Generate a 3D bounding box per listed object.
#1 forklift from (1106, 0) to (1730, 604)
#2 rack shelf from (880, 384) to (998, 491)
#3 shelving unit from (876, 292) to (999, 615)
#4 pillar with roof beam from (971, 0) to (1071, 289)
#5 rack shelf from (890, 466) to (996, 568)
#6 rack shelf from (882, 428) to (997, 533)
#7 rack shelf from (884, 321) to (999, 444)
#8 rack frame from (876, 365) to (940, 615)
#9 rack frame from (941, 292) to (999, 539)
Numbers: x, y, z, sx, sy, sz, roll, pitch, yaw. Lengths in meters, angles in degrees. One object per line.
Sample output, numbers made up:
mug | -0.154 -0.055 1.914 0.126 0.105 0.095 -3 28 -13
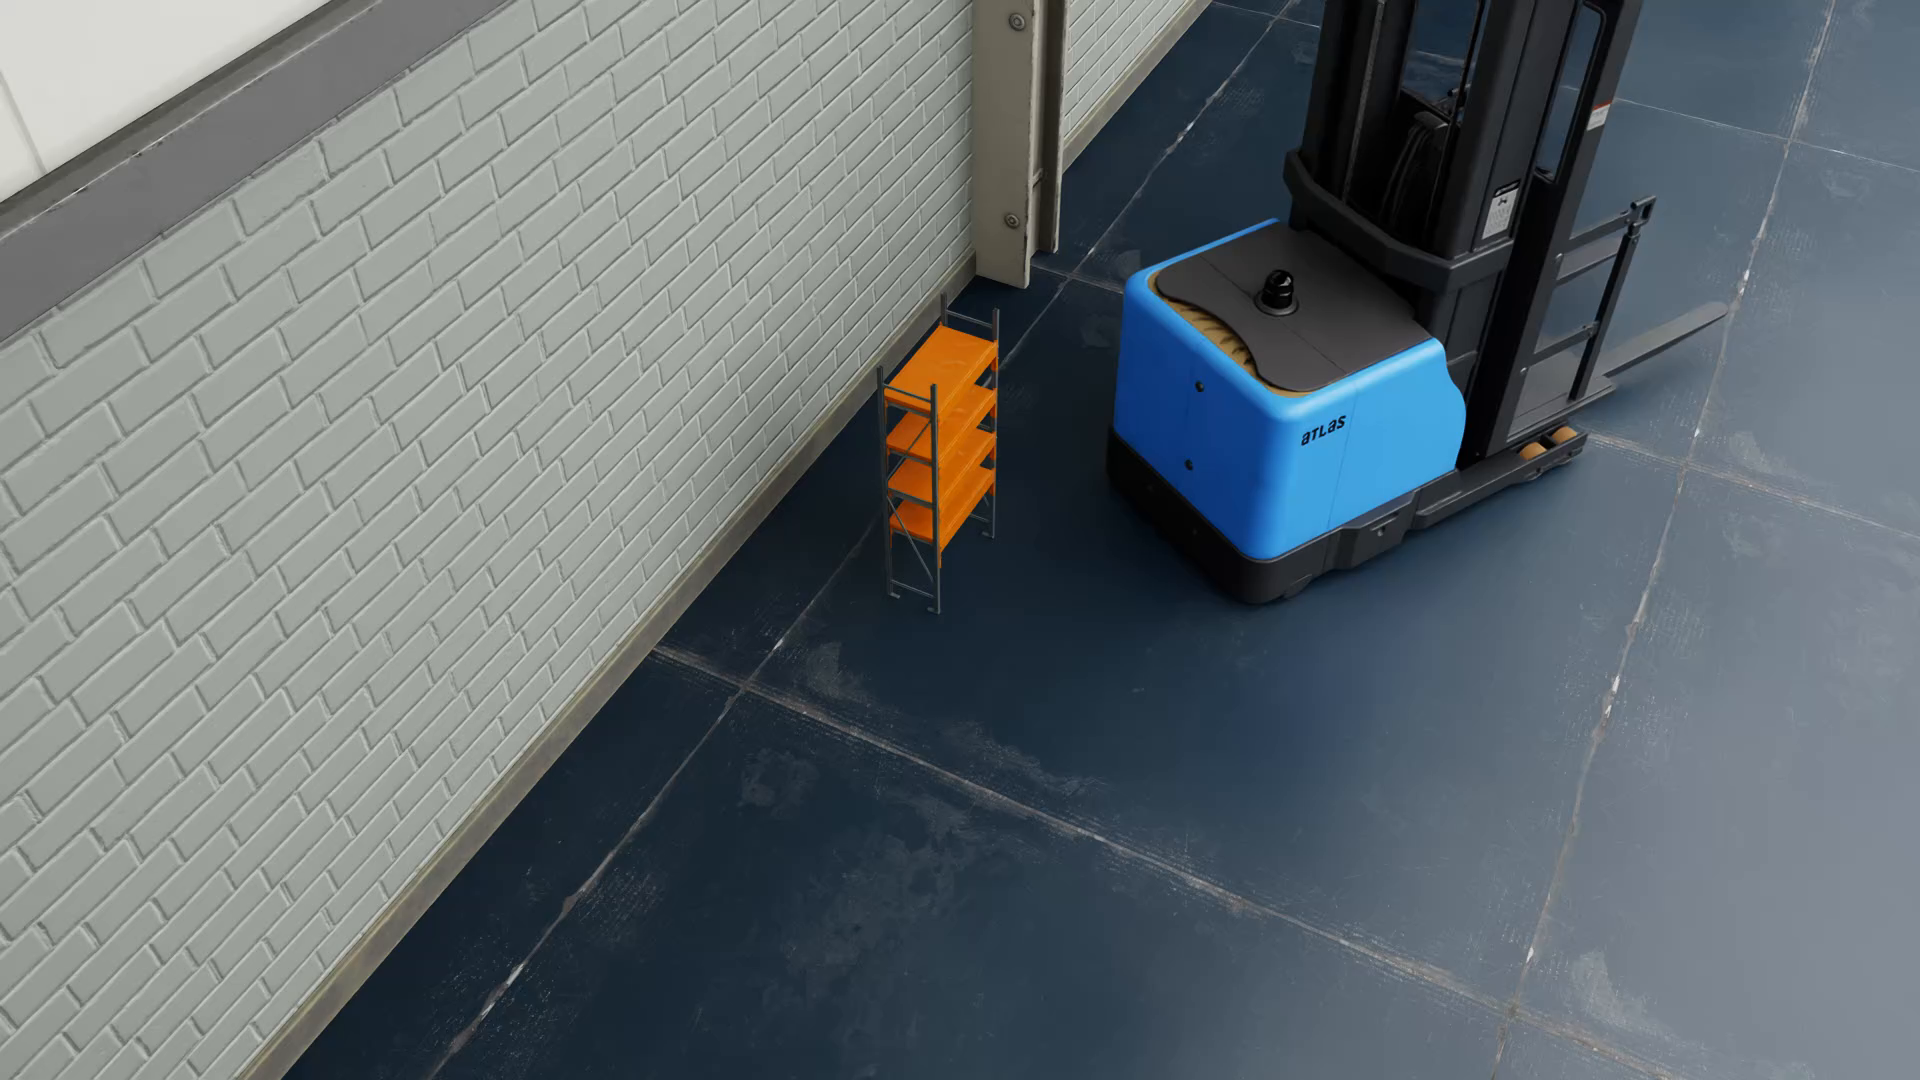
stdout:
forklift | 2.155 -1.586 6.537 3.031 2.935 1.130 -24 50 -22
rack shelf | -0.077 -0.427 6.389 0.258 0.148 0.480 20 49 19
shelving unit | -0.077 -0.317 6.500 0.258 1.200 0.503 20 49 19
pillar with roof beam | 4.089 -3.163 3.829 9.100 9.000 0.400 20 49 19
rack shelf | -0.077 -0.131 6.689 0.258 0.148 0.480 20 49 19
rack shelf | -0.077 -0.270 6.548 0.258 0.148 0.480 20 49 19
rack shelf | -0.077 -0.594 6.221 0.258 0.148 0.480 20 49 19
rack frame | -0.190 -0.164 6.348 0.240 1.200 0.015 20 49 19
rack frame | 0.036 -0.471 6.652 0.240 1.200 0.015 20 49 19
